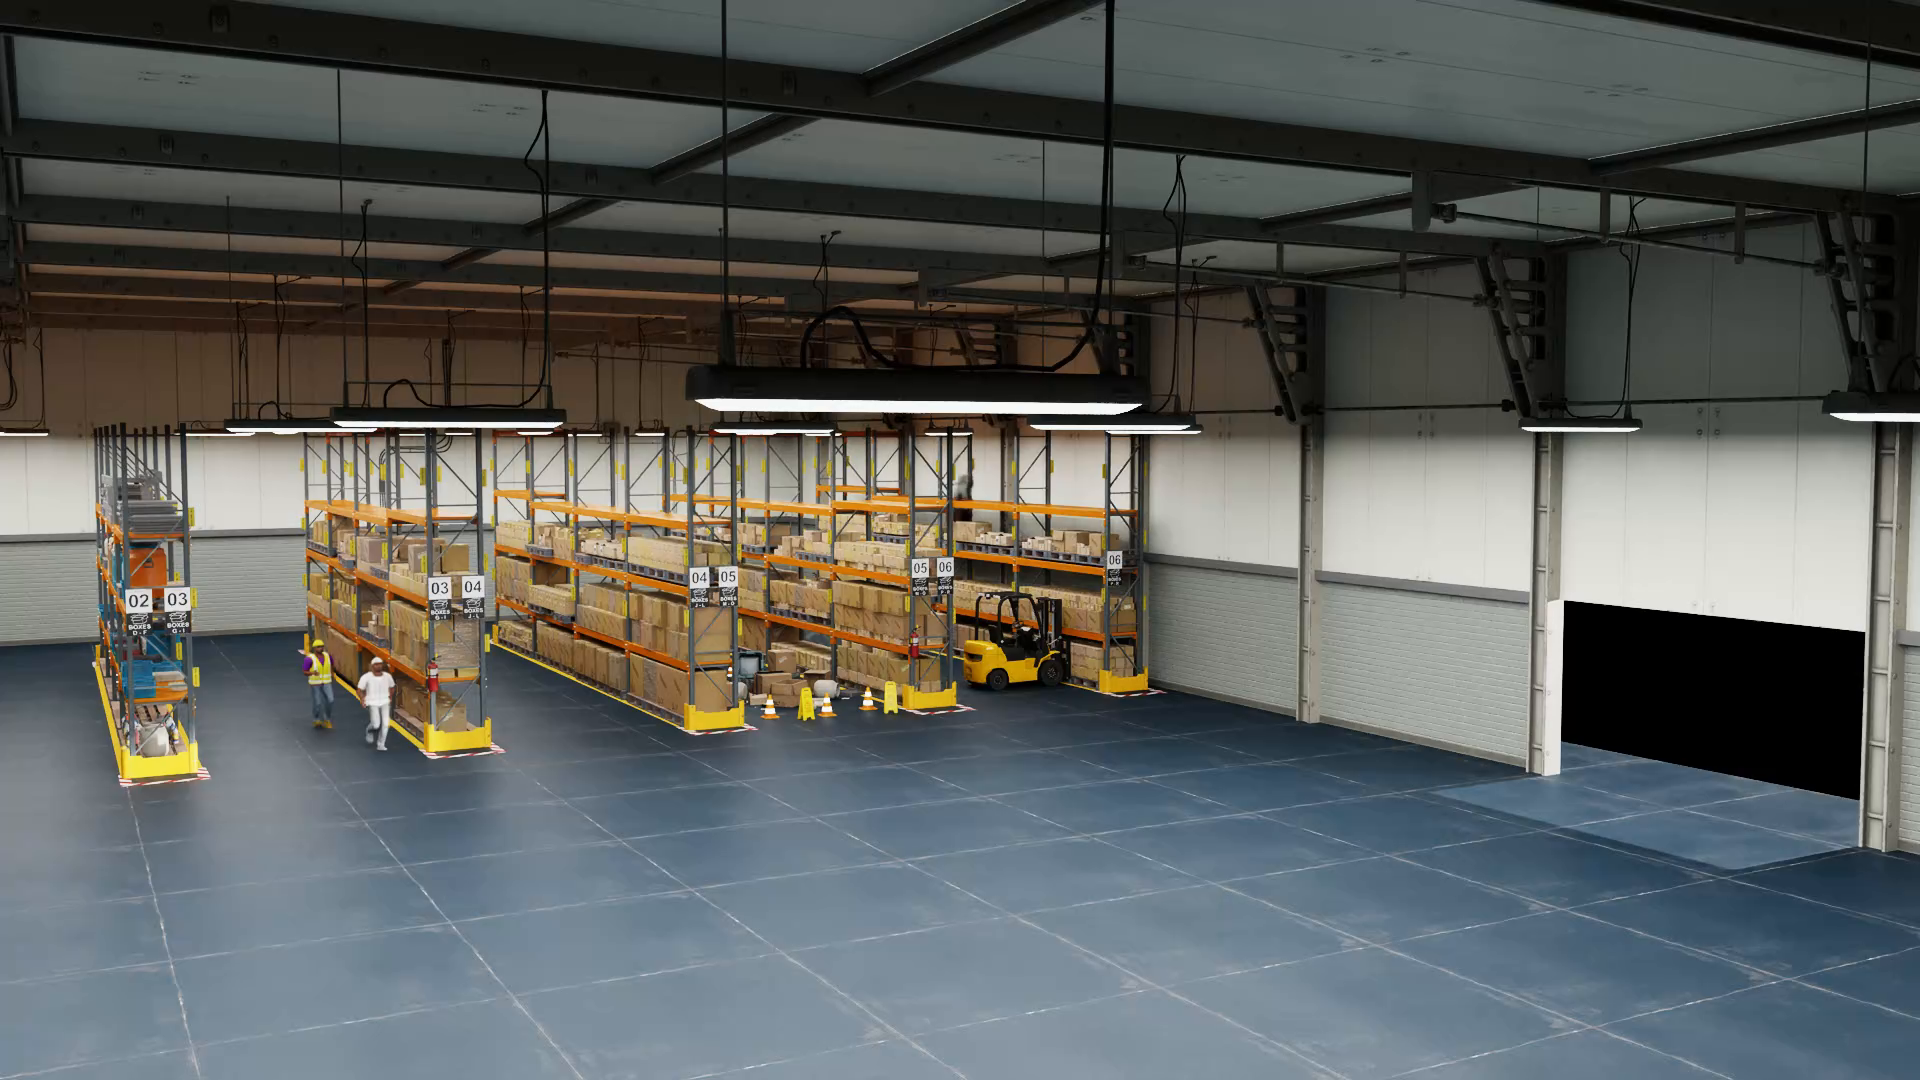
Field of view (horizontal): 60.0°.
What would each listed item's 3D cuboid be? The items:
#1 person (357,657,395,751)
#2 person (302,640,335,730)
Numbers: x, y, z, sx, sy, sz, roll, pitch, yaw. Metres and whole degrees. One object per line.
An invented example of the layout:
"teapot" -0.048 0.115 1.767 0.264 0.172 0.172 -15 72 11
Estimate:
"person" -10.707 3.009 30.600 0.689 1.706 0.605 -2 4 -34
"person" -12.615 2.865 32.807 0.671 1.806 0.738 -3 4 -37
